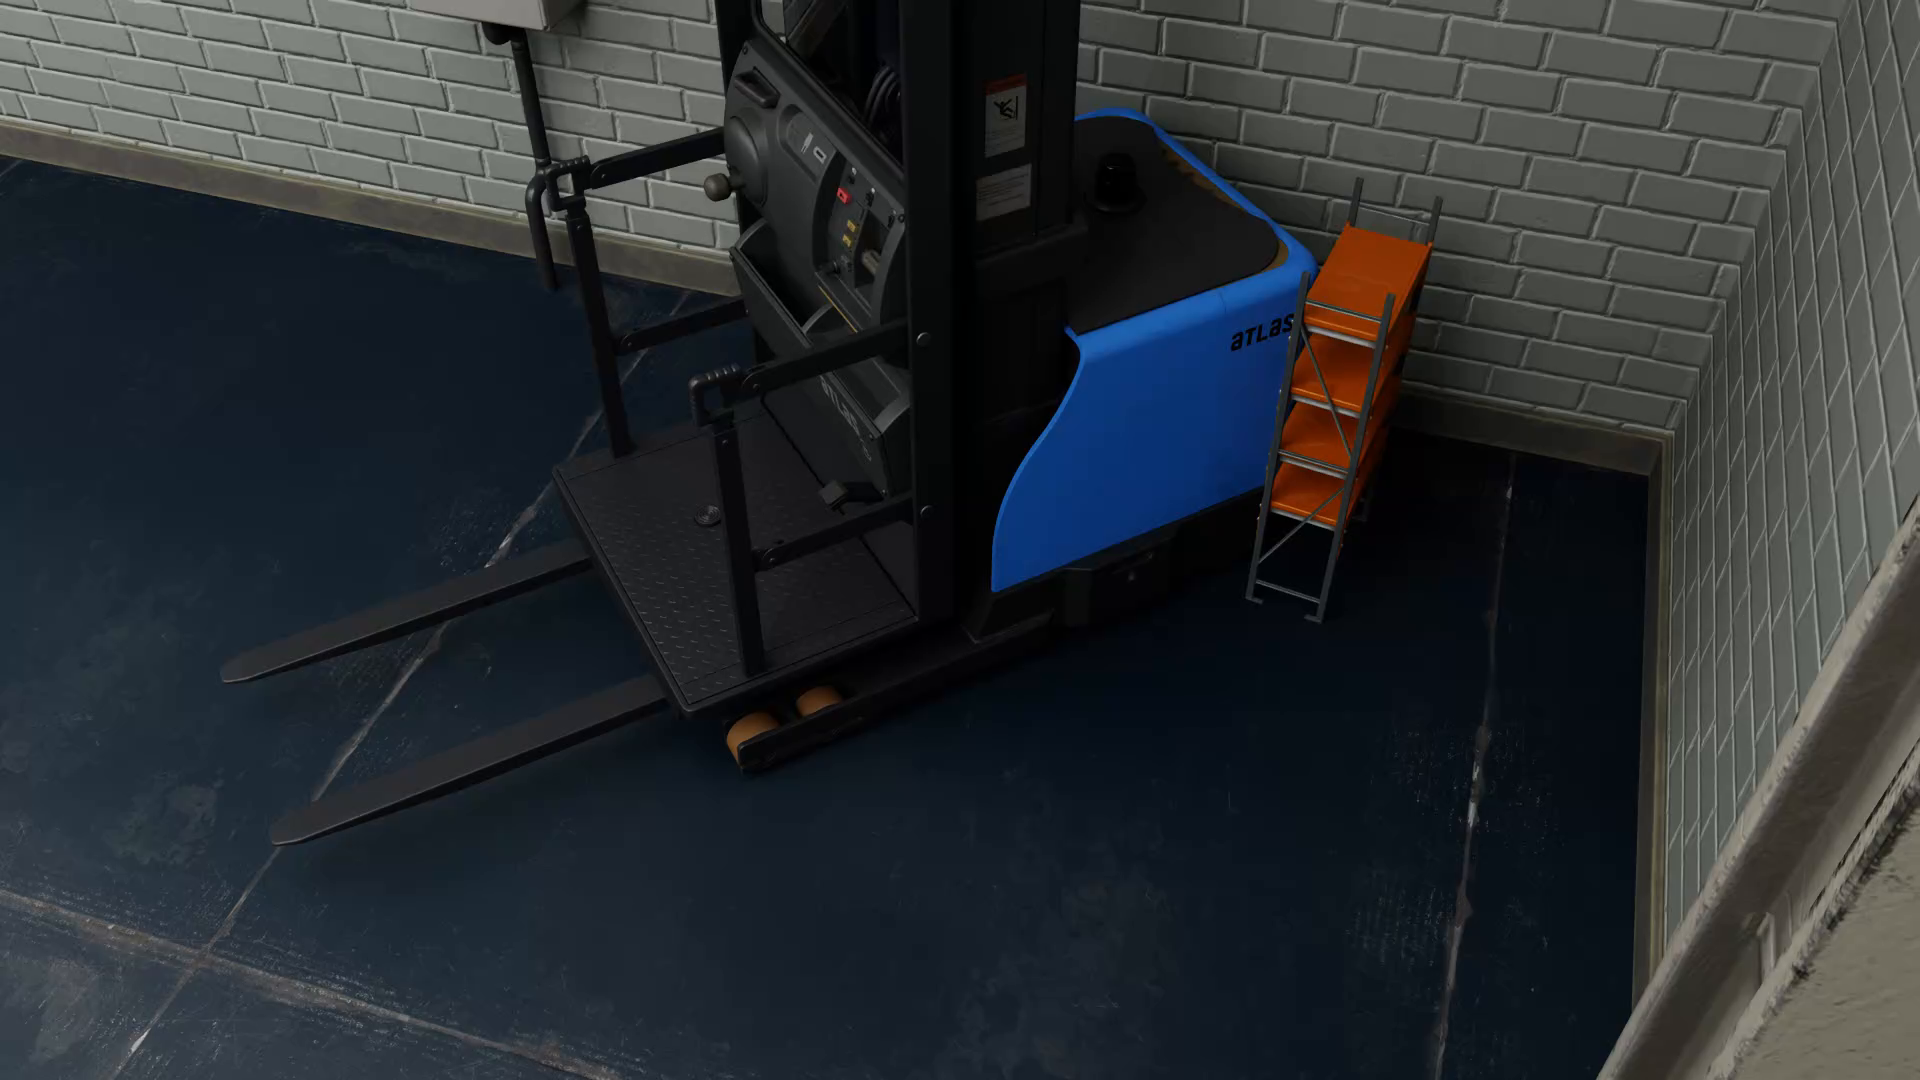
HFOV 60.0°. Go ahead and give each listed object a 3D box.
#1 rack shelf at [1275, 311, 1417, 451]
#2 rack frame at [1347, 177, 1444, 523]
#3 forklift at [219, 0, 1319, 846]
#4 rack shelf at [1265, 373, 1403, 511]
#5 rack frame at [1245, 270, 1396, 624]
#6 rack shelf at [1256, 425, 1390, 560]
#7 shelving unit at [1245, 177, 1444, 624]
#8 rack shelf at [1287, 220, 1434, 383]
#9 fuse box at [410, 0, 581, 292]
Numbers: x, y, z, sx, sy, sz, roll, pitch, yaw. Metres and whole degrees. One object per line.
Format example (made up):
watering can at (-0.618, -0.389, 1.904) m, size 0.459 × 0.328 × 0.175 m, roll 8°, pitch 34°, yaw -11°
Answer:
rack shelf at (1.086, -0.483, 4.662) m, size 0.258 × 0.148 × 0.480 m, roll 19°, pitch 47°, yaw 18°
rack frame at (1.191, -0.525, 4.929) m, size 0.240 × 1.200 × 0.015 m, roll 19°, pitch 47°, yaw 18°
forklift at (-0.548, -0.838, 4.011) m, size 3.031 × 2.935 × 1.130 m, roll -21°, pitch 48°, yaw -20°
rack shelf at (1.086, -0.323, 4.818) m, size 0.258 × 0.148 × 0.480 m, roll 19°, pitch 47°, yaw 18°
rack frame at (0.980, -0.217, 4.614) m, size 0.240 × 1.200 × 0.015 m, roll 19°, pitch 47°, yaw 18°
rack shelf at (1.086, -0.181, 4.957) m, size 0.258 × 0.148 × 0.480 m, roll 19°, pitch 47°, yaw 18°
shelving unit at (1.086, -0.371, 4.771) m, size 0.258 × 1.200 × 0.503 m, roll 19°, pitch 47°, yaw 18°
rack shelf at (1.086, -0.652, 4.496) m, size 0.258 × 0.148 × 0.480 m, roll 19°, pitch 47°, yaw 18°
fuse box at (-1.511, -1.529, 5.589) m, size 0.539 × 1.711 × 0.414 m, roll 13°, pitch 46°, yaw 13°
